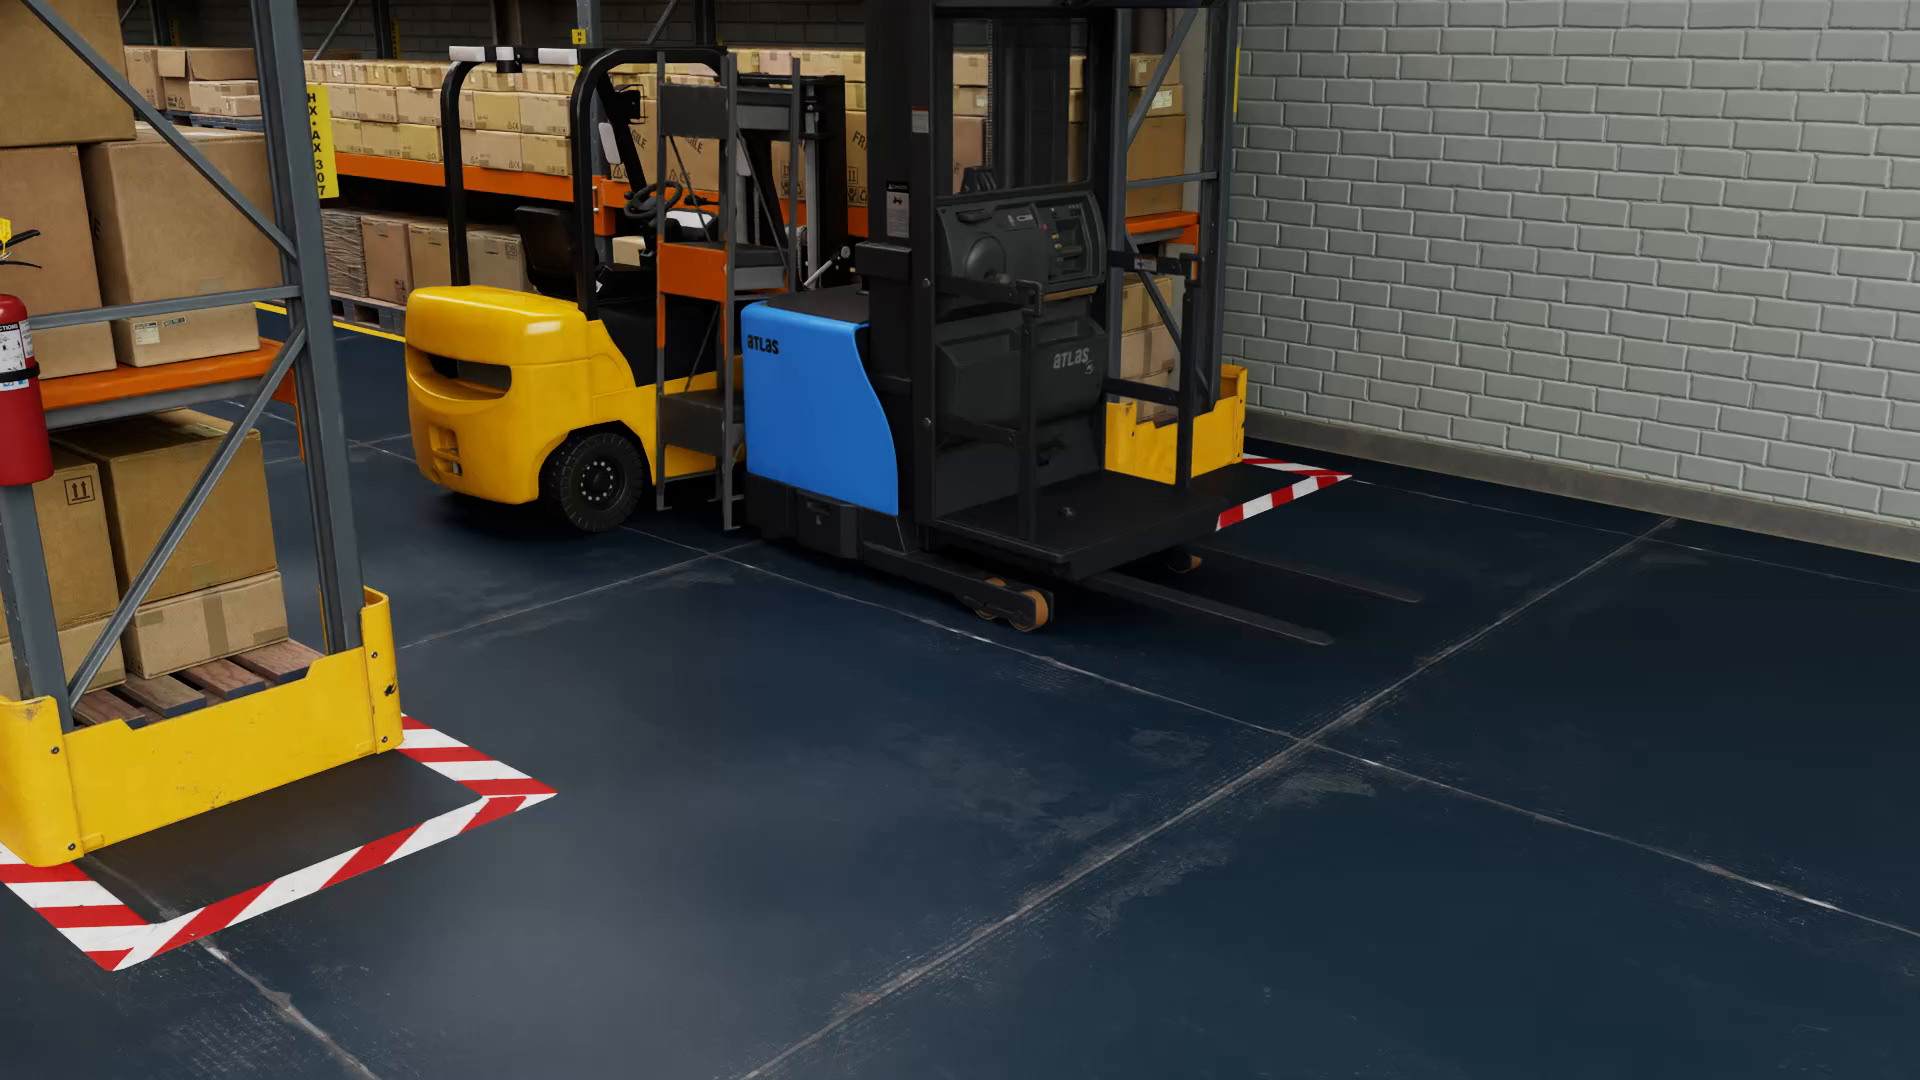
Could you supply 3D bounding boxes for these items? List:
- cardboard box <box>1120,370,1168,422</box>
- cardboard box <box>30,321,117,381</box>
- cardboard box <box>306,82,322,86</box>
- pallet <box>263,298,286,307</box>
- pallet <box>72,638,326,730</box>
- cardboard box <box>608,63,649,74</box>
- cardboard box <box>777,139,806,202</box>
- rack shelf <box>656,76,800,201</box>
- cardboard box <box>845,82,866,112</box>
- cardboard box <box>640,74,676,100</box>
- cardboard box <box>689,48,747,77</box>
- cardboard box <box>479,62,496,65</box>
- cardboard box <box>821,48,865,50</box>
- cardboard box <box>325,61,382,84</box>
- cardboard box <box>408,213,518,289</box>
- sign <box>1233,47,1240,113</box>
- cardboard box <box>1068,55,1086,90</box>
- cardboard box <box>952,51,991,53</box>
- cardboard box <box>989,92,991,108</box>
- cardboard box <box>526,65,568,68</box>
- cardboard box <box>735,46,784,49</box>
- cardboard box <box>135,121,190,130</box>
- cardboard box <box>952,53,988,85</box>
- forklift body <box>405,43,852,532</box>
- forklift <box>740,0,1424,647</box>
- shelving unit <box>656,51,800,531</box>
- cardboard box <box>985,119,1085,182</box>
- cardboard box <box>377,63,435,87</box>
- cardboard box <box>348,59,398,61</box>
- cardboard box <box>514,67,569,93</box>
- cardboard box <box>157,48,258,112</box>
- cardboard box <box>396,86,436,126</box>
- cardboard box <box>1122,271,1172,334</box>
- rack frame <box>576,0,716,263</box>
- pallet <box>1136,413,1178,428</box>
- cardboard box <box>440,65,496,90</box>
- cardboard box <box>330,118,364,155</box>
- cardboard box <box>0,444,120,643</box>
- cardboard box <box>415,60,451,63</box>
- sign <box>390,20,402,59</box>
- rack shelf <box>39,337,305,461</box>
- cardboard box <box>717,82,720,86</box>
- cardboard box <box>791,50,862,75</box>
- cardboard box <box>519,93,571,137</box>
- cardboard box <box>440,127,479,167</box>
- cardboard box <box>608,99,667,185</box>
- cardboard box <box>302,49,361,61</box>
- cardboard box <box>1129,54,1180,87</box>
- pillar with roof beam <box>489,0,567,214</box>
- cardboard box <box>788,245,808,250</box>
[{"bbox_3d":[0.779,-0.805,9.039,0.500,0.250,0.500,15,23,39],"label":"cardboard box"},{"bbox_3d":[-2.697,-0.555,4.818,0.250,0.149,0.380,16,24,41],"label":"cardboard box"},{"bbox_3d":[-4.814,-3.395,12.772,0.500,0.250,0.500,15,23,39],"label":"cardboard box"},{"bbox_3d":[-5.500,-2.208,14.219,1.213,0.211,1.003,15,23,39],"label":"pallet"},{"bbox_3d":[-2.916,0.494,5.705,1.213,0.211,1.003,15,23,39],"label":"pallet"},{"bbox_3d":[-1.933,-2.943,10.196,0.250,0.149,0.380,16,23,40],"label":"cardboard box"},{"bbox_3d":[-0.674,-2.167,9.315,0.500,0.500,0.500,15,23,40],"label":"cardboard box"},{"bbox_3d":[-1.044,-1.803,7.469,0.480,0.518,0.431,15,19,39],"label":"rack shelf"},{"bbox_3d":[-0.404,-2.387,8.937,0.250,0.149,0.380,15,23,40],"label":"cardboard box"},{"bbox_3d":[-1.716,-2.757,10.102,0.250,0.149,0.380,16,23,41],"label":"cardboard box"},{"bbox_3d":[-1.357,-2.787,9.704,0.250,0.149,0.380,16,23,40],"label":"cardboard box"},{"bbox_3d":[-3.428,-3.412,12.166,0.250,0.149,0.380,16,24,41],"label":"cardboard box"},{"bbox_3d":[-0.599,-2.814,9.789,0.250,0.149,0.380,15,23,39],"label":"cardboard box"},{"bbox_3d":[-4.514,-3.505,12.461,0.250,0.149,0.380,16,24,41],"label":"cardboard box"},{"bbox_3d":[-3.512,-2.054,12.356,0.625,0.625,0.875,14,22,37],"label":"cardboard box"},{"bbox_3d":[1.390,-2.347,8.486,0.005,0.325,0.100,15,23,39],"label":"sign"},{"bbox_3d":[0.609,-2.295,8.155,0.250,0.149,0.380,15,23,39],"label":"cardboard box"},{"bbox_3d":[0.138,-2.597,9.106,0.250,0.149,0.380,16,24,41],"label":"cardboard box"},{"bbox_3d":[0.361,-2.180,8.284,0.250,0.149,0.380,16,23,40],"label":"cardboard box"},{"bbox_3d":[-2.822,-3.270,11.718,0.250,0.149,0.380,15,23,39],"label":"cardboard box"},{"bbox_3d":[-1.169,-2.968,10.276,0.250,0.149,0.380,15,23,39],"label":"cardboard box"},{"bbox_3d":[-2.835,-1.099,5.459,0.500,0.500,0.500,16,24,41],"label":"cardboard box"},{"bbox_3d":[0.053,-2.451,8.646,0.250,0.149,0.380,15,23,40],"label":"cardboard box"},{"bbox_3d":[-1.612,-1.336,8.264,1.214,2.155,2.313,15,23,39],"label":"forklift body"},{"bbox_3d":[0.413,-1.215,6.593,3.031,2.935,1.130,17,24,42],"label":"forklift"},{"bbox_3d":[-1.076,-1.138,7.637,0.503,2.100,0.431,15,19,39],"label":"shelving unit"},{"bbox_3d":[0.474,-1.859,8.346,0.500,0.500,0.500,14,23,38],"label":"cardboard box"},{"bbox_3d":[-3.951,-3.348,11.964,0.250,0.149,0.380,16,23,40],"label":"cardboard box"},{"bbox_3d":[-4.589,-3.716,13.123,0.250,0.149,0.380,16,24,41],"label":"cardboard box"},{"bbox_3d":[-2.731,-3.059,11.055,0.250,0.149,0.380,15,23,39],"label":"cardboard box"},{"bbox_3d":[-6.310,-3.914,14.120,0.637,0.503,0.797,14,23,38],"label":"cardboard box"},{"bbox_3d":[-3.645,-3.094,11.823,0.500,0.250,0.500,15,23,40],"label":"cardboard box"},{"bbox_3d":[0.783,-1.278,8.877,0.500,0.250,0.500,15,23,38],"label":"cardboard box"},{"bbox_3d":[-1.975,-2.575,10.767,0.127,3.000,1.000,15,23,39],"label":"rack frame"},{"bbox_3d":[0.417,-0.587,9.113,1.213,0.211,1.003,15,23,39],"label":"pallet"},{"bbox_3d":[-3.353,-3.200,11.499,0.250,0.149,0.380,15,23,40],"label":"cardboard box"},{"bbox_3d":[-4.424,-3.060,12.544,0.500,0.250,0.500,14,23,38],"label":"cardboard box"},{"bbox_3d":[-3.047,0.003,5.256,0.500,0.500,0.500,15,23,40],"label":"cardboard box"},{"bbox_3d":[-3.936,-3.589,12.725,0.250,0.149,0.380,14,23,38],"label":"cardboard box"},{"bbox_3d":[-4.601,-4.057,13.521,0.005,0.325,0.100,15,23,39],"label":"sign"},{"bbox_3d":[-3.771,-0.707,6.070,4.000,0.370,1.077,15,23,39],"label":"rack shelf"},{"bbox_3d":[-1.172,-2.592,9.581,0.250,0.149,0.380,15,23,39],"label":"cardboard box"},{"bbox_3d":[-0.719,-2.656,9.292,0.250,0.149,0.380,15,23,39],"label":"cardboard box"},{"bbox_3d":[-2.512,-2.783,10.843,0.500,0.250,0.500,14,23,38],"label":"cardboard box"},{"bbox_3d":[-3.256,-2.752,11.573,0.500,0.250,0.500,15,23,40],"label":"cardboard box"},{"bbox_3d":[-1.816,-2.475,10.285,0.500,0.500,0.500,14,22,38],"label":"cardboard box"},{"bbox_3d":[-5.248,-3.765,13.657,0.500,0.500,0.500,16,24,42],"label":"cardboard box"},{"bbox_3d":[0.907,-2.386,8.443,0.250,0.149,0.380,14,23,38],"label":"cardboard box"},{"bbox_3d":[-6.251,-5.206,9.139,0.400,9.000,9.100,15,23,39],"label":"pillar with roof beam"},{"bbox_3d":[-1.066,-1.571,9.802,0.500,0.250,0.500,16,24,41],"label":"cardboard box"}]
